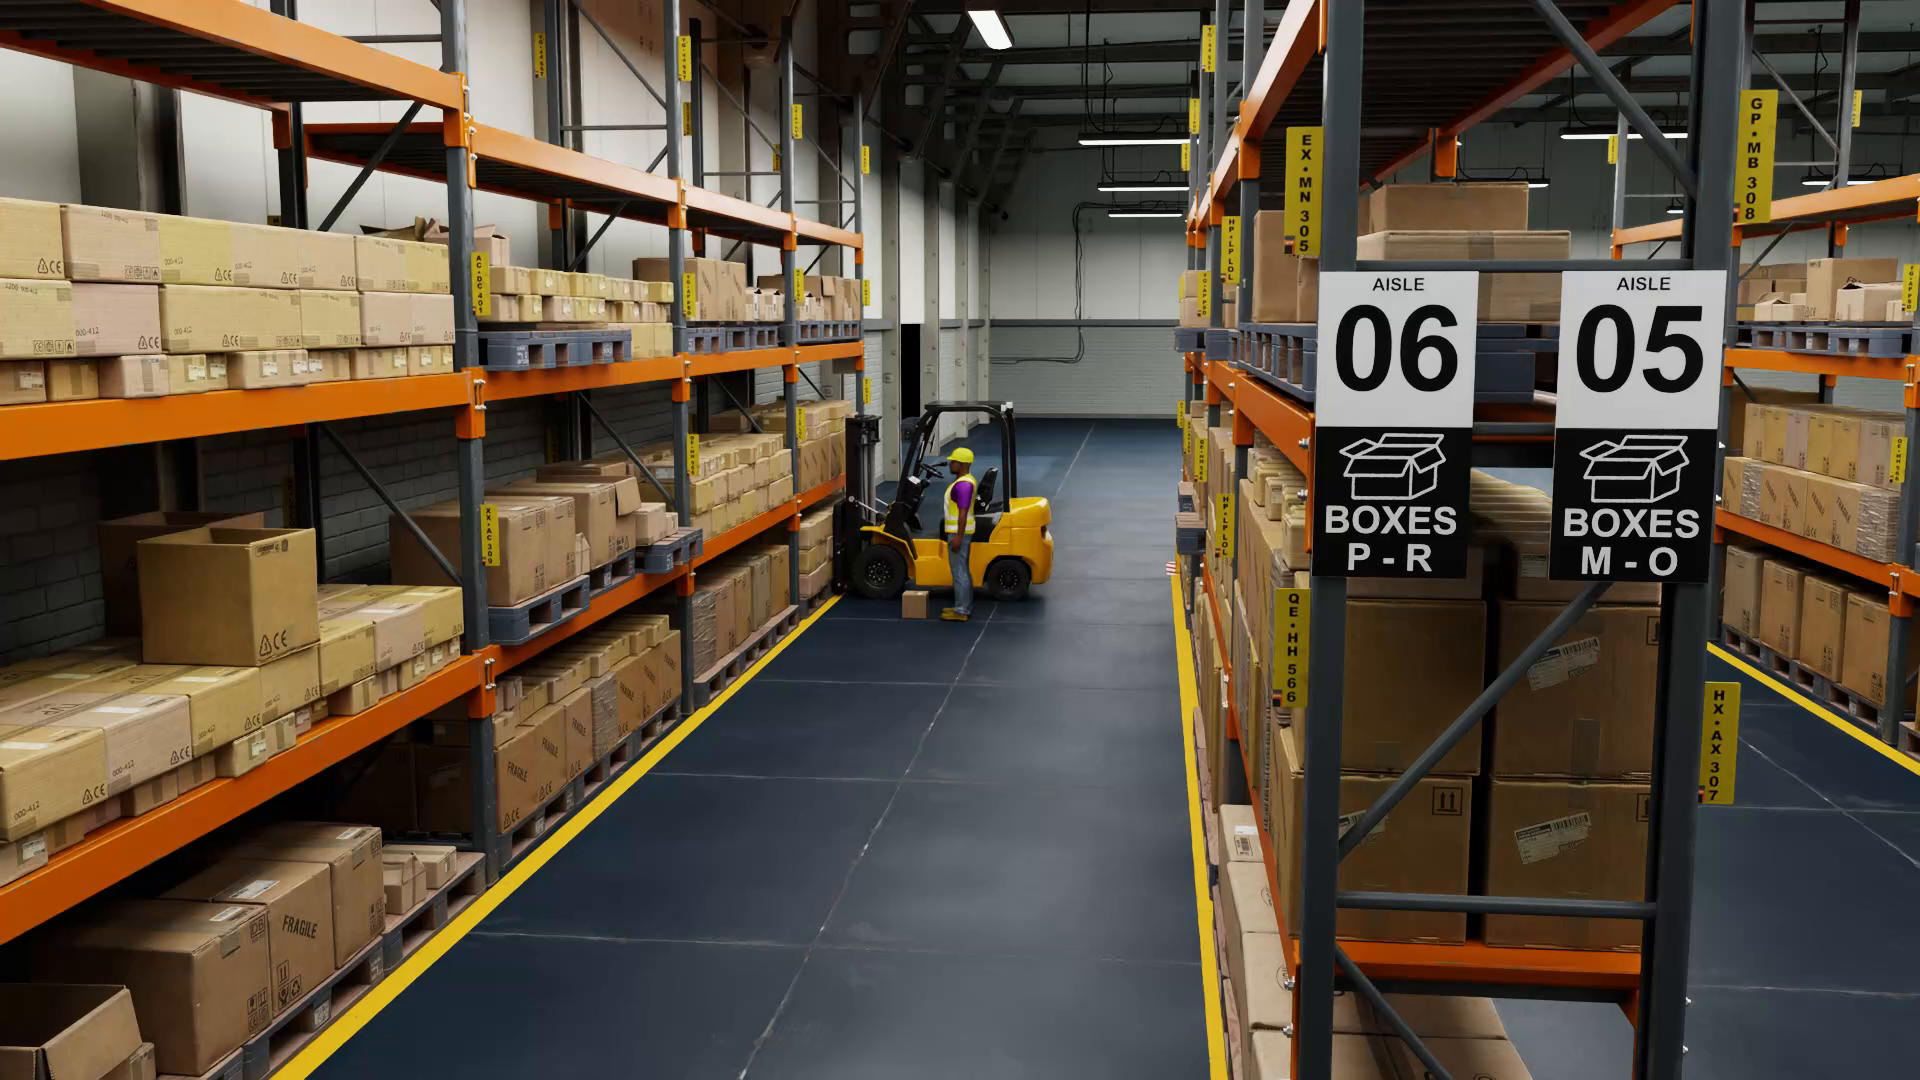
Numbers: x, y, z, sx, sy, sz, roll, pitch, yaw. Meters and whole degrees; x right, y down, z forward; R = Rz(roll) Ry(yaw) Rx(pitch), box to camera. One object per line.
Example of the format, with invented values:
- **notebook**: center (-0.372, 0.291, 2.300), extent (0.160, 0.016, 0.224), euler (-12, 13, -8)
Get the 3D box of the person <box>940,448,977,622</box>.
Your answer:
- **person**: center (-0.014, -0.073, 17.214), extent (0.379, 1.766, 0.576), euler (1, 8, 6)
